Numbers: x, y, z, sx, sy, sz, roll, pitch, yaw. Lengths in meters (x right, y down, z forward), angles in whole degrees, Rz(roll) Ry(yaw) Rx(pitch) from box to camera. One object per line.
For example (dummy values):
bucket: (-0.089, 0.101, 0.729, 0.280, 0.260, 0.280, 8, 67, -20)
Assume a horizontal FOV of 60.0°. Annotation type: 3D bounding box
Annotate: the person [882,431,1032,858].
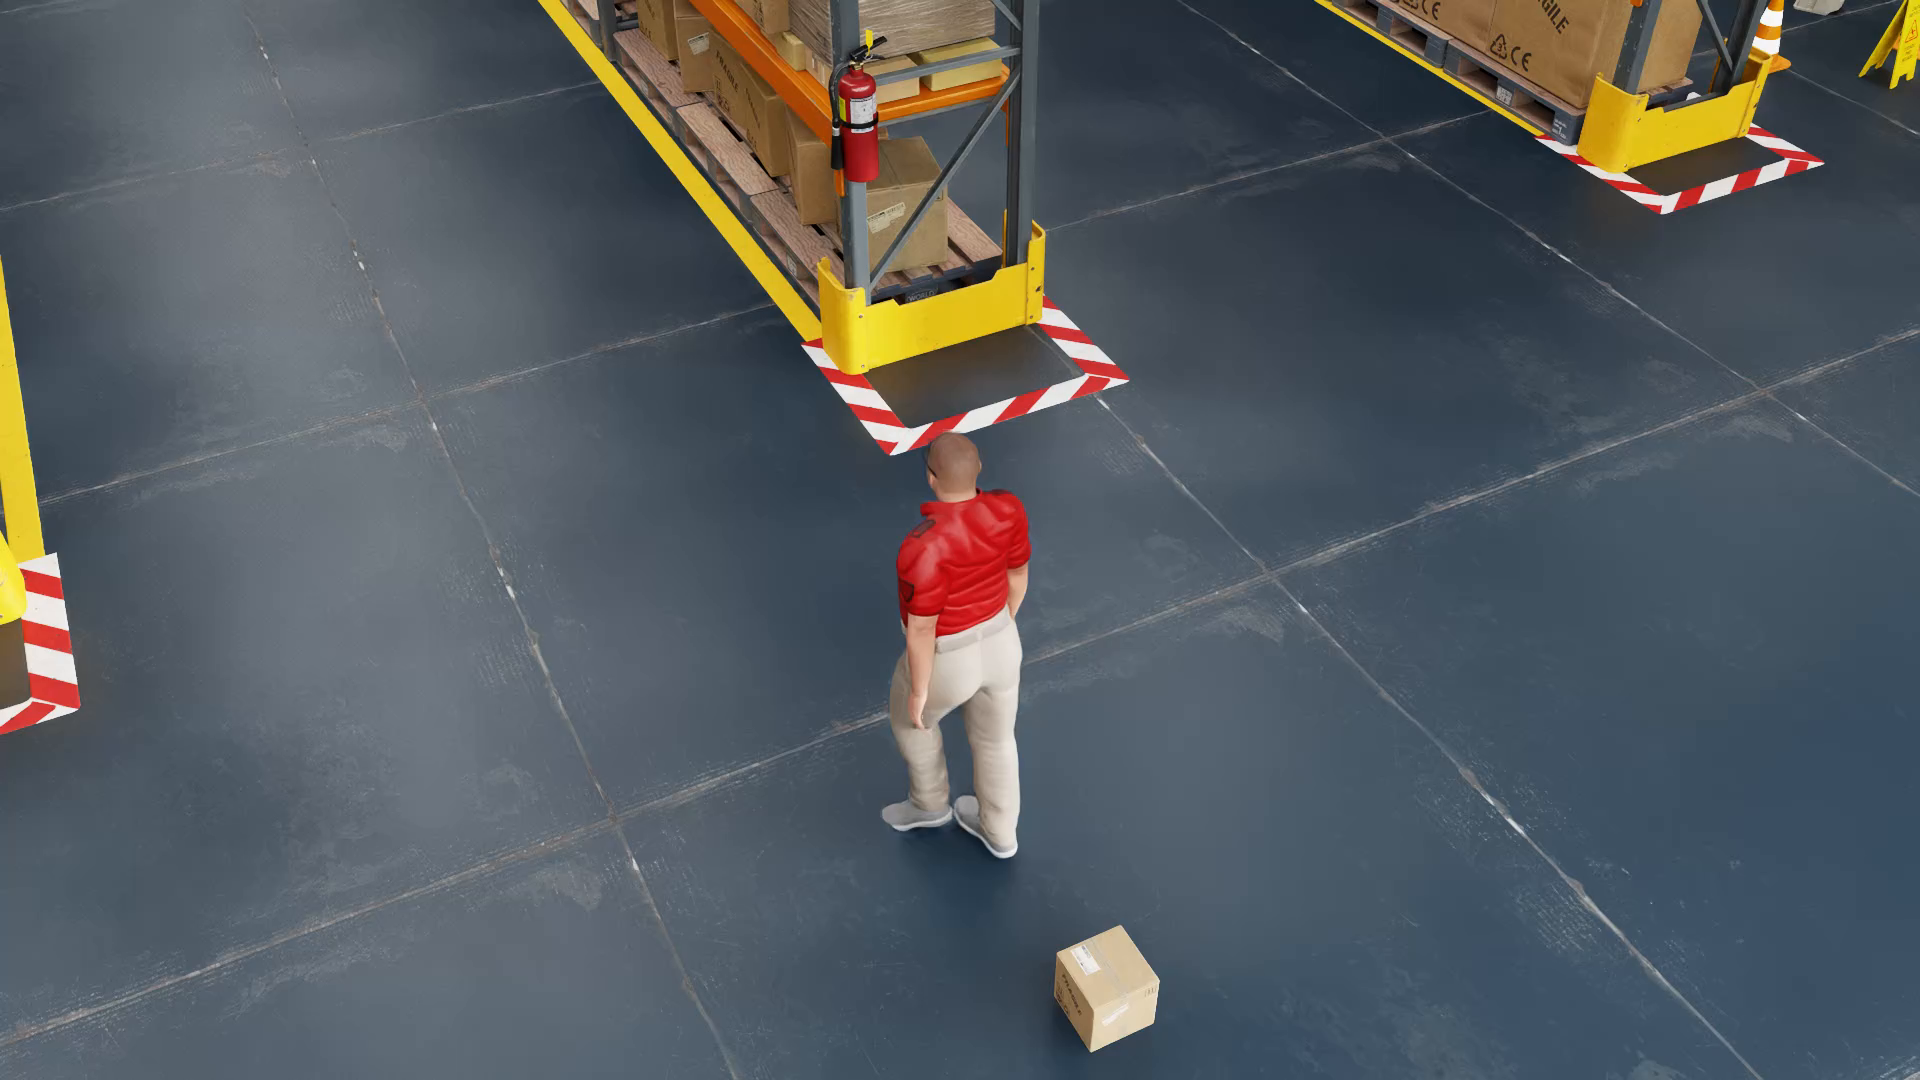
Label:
person: (0.033, 0.431, 5.715, 0.568, 1.788, 0.509, -24, 46, -25)
